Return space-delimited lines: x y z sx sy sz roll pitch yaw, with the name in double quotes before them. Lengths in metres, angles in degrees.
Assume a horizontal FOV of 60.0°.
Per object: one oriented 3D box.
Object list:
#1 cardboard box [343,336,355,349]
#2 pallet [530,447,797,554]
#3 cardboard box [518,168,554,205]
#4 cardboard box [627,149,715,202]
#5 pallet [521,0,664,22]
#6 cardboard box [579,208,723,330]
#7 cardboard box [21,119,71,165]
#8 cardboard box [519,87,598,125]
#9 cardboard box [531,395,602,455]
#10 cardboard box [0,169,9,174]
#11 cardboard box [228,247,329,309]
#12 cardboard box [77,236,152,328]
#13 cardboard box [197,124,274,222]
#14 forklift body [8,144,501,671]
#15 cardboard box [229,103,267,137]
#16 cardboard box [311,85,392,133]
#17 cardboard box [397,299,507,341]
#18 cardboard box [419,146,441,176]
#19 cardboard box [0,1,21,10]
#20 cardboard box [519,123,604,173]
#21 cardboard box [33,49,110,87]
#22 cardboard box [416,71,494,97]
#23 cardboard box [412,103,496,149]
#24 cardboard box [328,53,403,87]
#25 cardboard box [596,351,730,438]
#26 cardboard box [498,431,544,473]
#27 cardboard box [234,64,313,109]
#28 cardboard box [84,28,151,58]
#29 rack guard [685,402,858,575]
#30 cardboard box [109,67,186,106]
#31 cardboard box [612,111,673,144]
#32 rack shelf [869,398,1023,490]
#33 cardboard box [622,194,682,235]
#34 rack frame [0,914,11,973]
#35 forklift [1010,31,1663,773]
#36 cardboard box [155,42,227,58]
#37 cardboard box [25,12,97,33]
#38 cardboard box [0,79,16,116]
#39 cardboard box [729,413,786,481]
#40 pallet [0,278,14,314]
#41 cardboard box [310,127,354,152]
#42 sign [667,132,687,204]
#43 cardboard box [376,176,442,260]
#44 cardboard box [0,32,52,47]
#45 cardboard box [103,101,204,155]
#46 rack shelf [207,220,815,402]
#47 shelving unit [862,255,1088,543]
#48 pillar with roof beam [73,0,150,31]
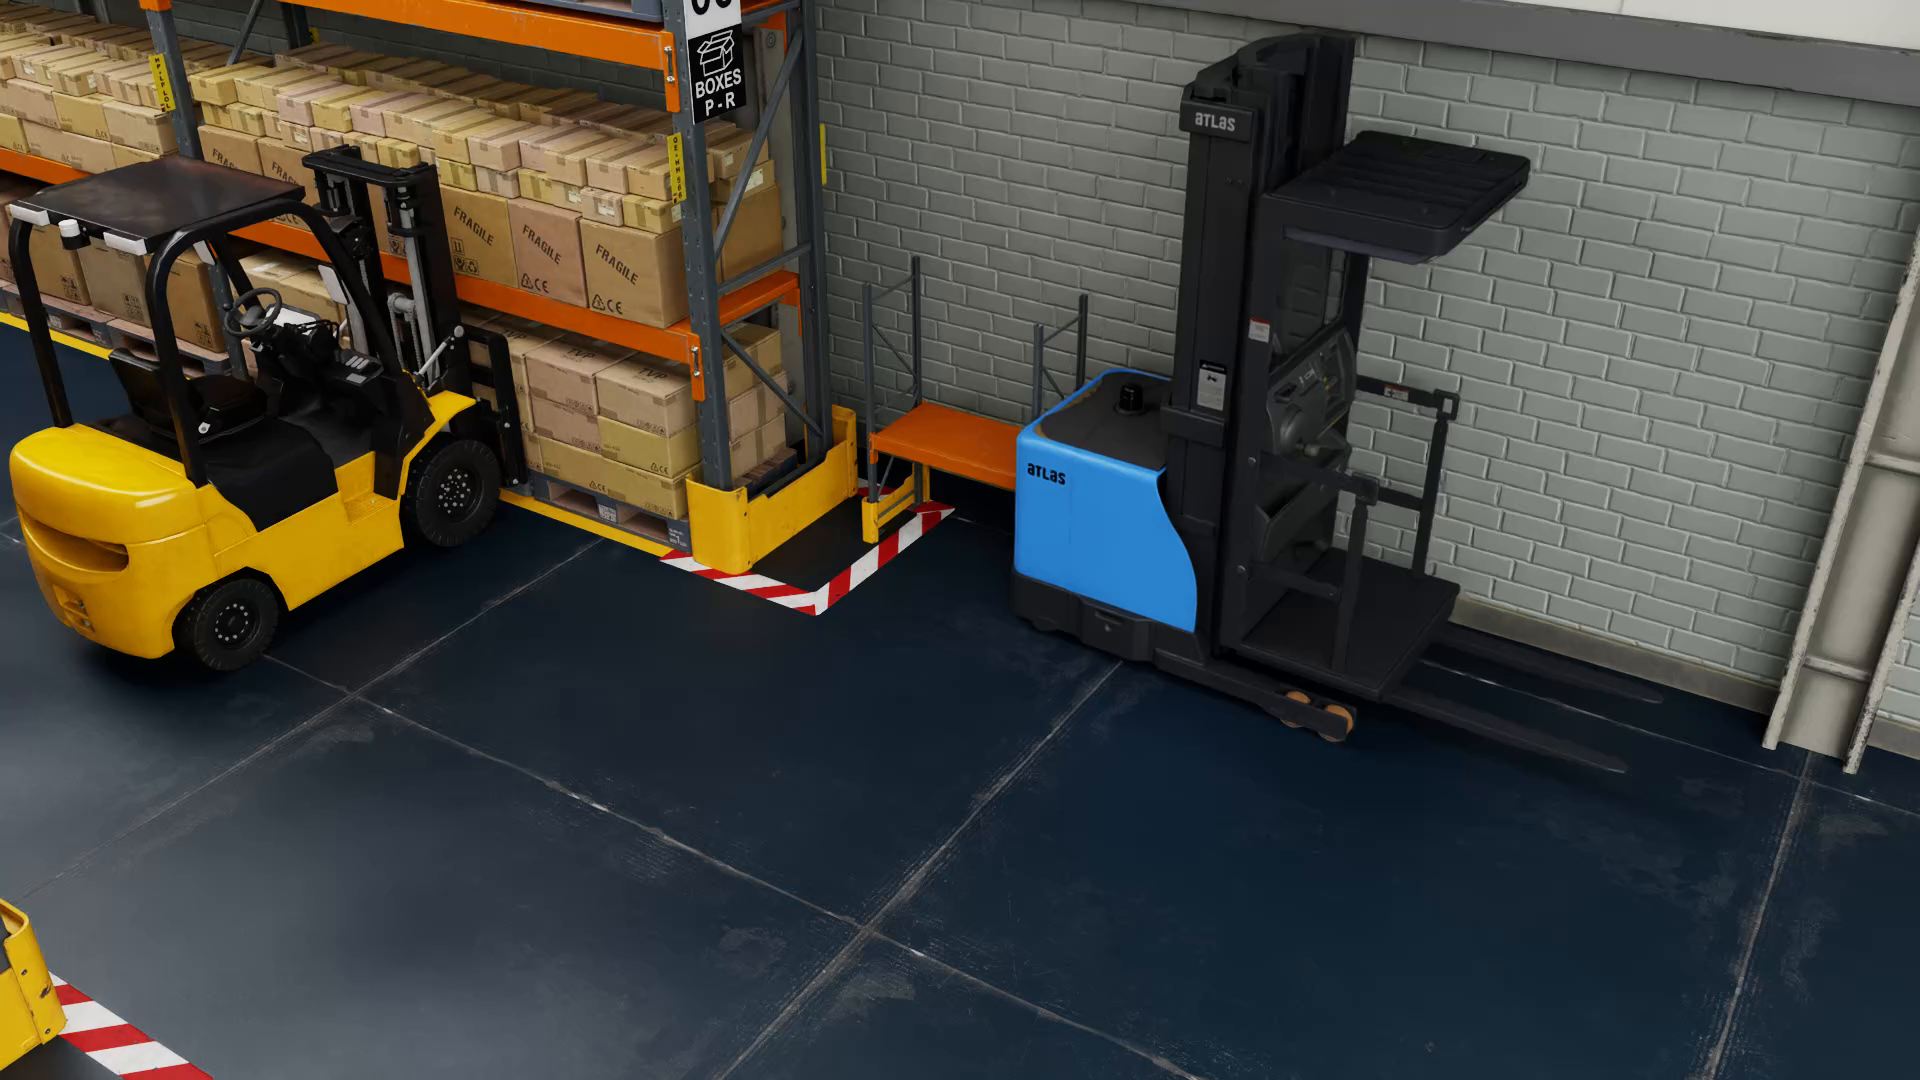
"cardboard box" -3.342 -1.145 10.051 0.500 0.250 0.500 17 34 27
"pallet" -1.717 -0.381 9.694 1.213 0.211 1.003 18 35 27
"cardboard box" -2.113 -1.918 8.818 0.250 0.149 0.380 17 34 27
"cardboard box" -1.462 -1.856 8.417 0.250 0.149 0.380 18 35 27
"pallet" -1.632 -2.857 8.281 1.213 0.211 1.003 18 35 27
"cardboard box" -1.603 -1.462 8.679 0.500 0.500 0.500 17 34 26
"cardboard box" -5.834 -2.707 11.062 0.500 0.250 0.500 18 35 28
"cardboard box" -2.261 -2.426 9.393 0.250 0.149 0.380 17 34 26
"cardboard box" -2.044 -0.744 9.365 0.500 0.250 0.500 17 34 27
"cardboard box" -7.302 -2.524 12.540 0.625 0.625 0.875 19 35 29
"cardboard box" -4.192 -1.632 10.391 0.500 0.250 0.500 17 34 27
"cardboard box" -5.536 -1.972 11.593 0.625 0.625 0.875 17 34 27
"cardboard box" -4.198 -2.283 10.087 0.500 0.500 0.500 17 34 26
"forklift body" -3.623 -0.761 8.421 1.214 2.155 2.313 18 35 27
"cardboard box" -4.084 -2.527 9.862 0.250 0.149 0.380 18 35 28
"cardboard box" -3.434 -2.443 9.423 0.250 0.149 0.380 17 34 27
"cardboard box" -2.896 -1.219 9.682 0.500 0.250 0.500 17 34 26
"cardboard box" -2.752 -2.134 9.188 0.250 0.149 0.380 17 34 27
"cardboard box" -6.971 -3.747 11.952 0.250 0.149 0.380 18 35 27
"cardboard box" -2.095 -2.066 8.777 0.250 0.149 0.380 18 35 28
"cardboard box" -5.731 -3.050 10.759 0.250 0.149 0.380 17 34 26
"cardboard box" -2.936 -2.609 9.707 0.250 0.149 0.380 17 34 27
"cardboard box" -2.764 -2.265 9.117 0.250 0.149 0.380 18 35 28
"cardboard box" -3.582 -2.815 10.061 0.250 0.149 0.380 17 34 27
"cardboard box" -1.603 -0.814 8.989 0.500 0.250 0.500 19 35 29
"cardboard box" -2.448 -0.658 9.714 0.500 0.250 0.500 18 35 28
"cardboard box" -4.043 -2.686 9.839 0.250 0.149 0.380 18 35 28
"cardboard box" -5.670 -3.343 11.261 0.250 0.149 0.380 17 34 27
"rack guard" -1.026 -0.312 9.289 0.348 0.500 1.175 18 35 27
"cardboard box" -5.070 -2.852 10.418 0.250 0.149 0.380 17 34 27
"cardboard box" -1.652 -2.181 8.973 0.250 0.149 0.380 18 35 28
"rack shelf" 0.072 -0.470 8.923 1.000 0.185 0.538 18 35 27
"cardboard box" -1.489 -1.695 8.436 0.250 0.149 0.380 18 35 28
"rack frame" -3.682 0.721 5.038 0.127 3.000 1.000 18 35 27
"forklift" 1.766 -0.643 7.444 3.031 2.935 1.130 19 35 29
"cardboard box" -5.029 -3.141 10.914 0.250 0.149 0.380 17 35 27
"cardboard box" -6.291 -3.576 11.660 0.250 0.149 0.380 17 34 27
"cardboard box" -6.273 -3.061 11.173 0.500 0.250 0.500 18 35 28
"cardboard box" -1.359 -0.607 9.626 0.500 0.250 0.500 18 35 28
"pallet" -7.146 -2.100 12.640 1.213 0.211 1.003 18 35 27
"cardboard box" -3.458 -2.301 9.474 0.250 0.149 0.380 17 34 27
"sign" -1.347 -1.773 7.929 0.005 0.325 0.100 18 35 27
"cardboard box" -2.903 -1.872 9.382 0.500 0.500 0.500 18 35 28
"cardboard box" -6.339 -3.284 11.160 0.250 0.149 0.380 18 35 27
"cardboard box" -4.986 -2.644 10.458 0.500 0.250 0.500 17 34 26
"rack shelf" -2.741 -1.624 9.770 4.000 0.370 1.077 18 35 27
"shelving unit" 0.065 -0.627 8.837 1.083 1.500 0.587 18 35 27
"pillar with roof beam" -8.528 -4.331 7.744 0.400 9.000 9.100 18 35 27
